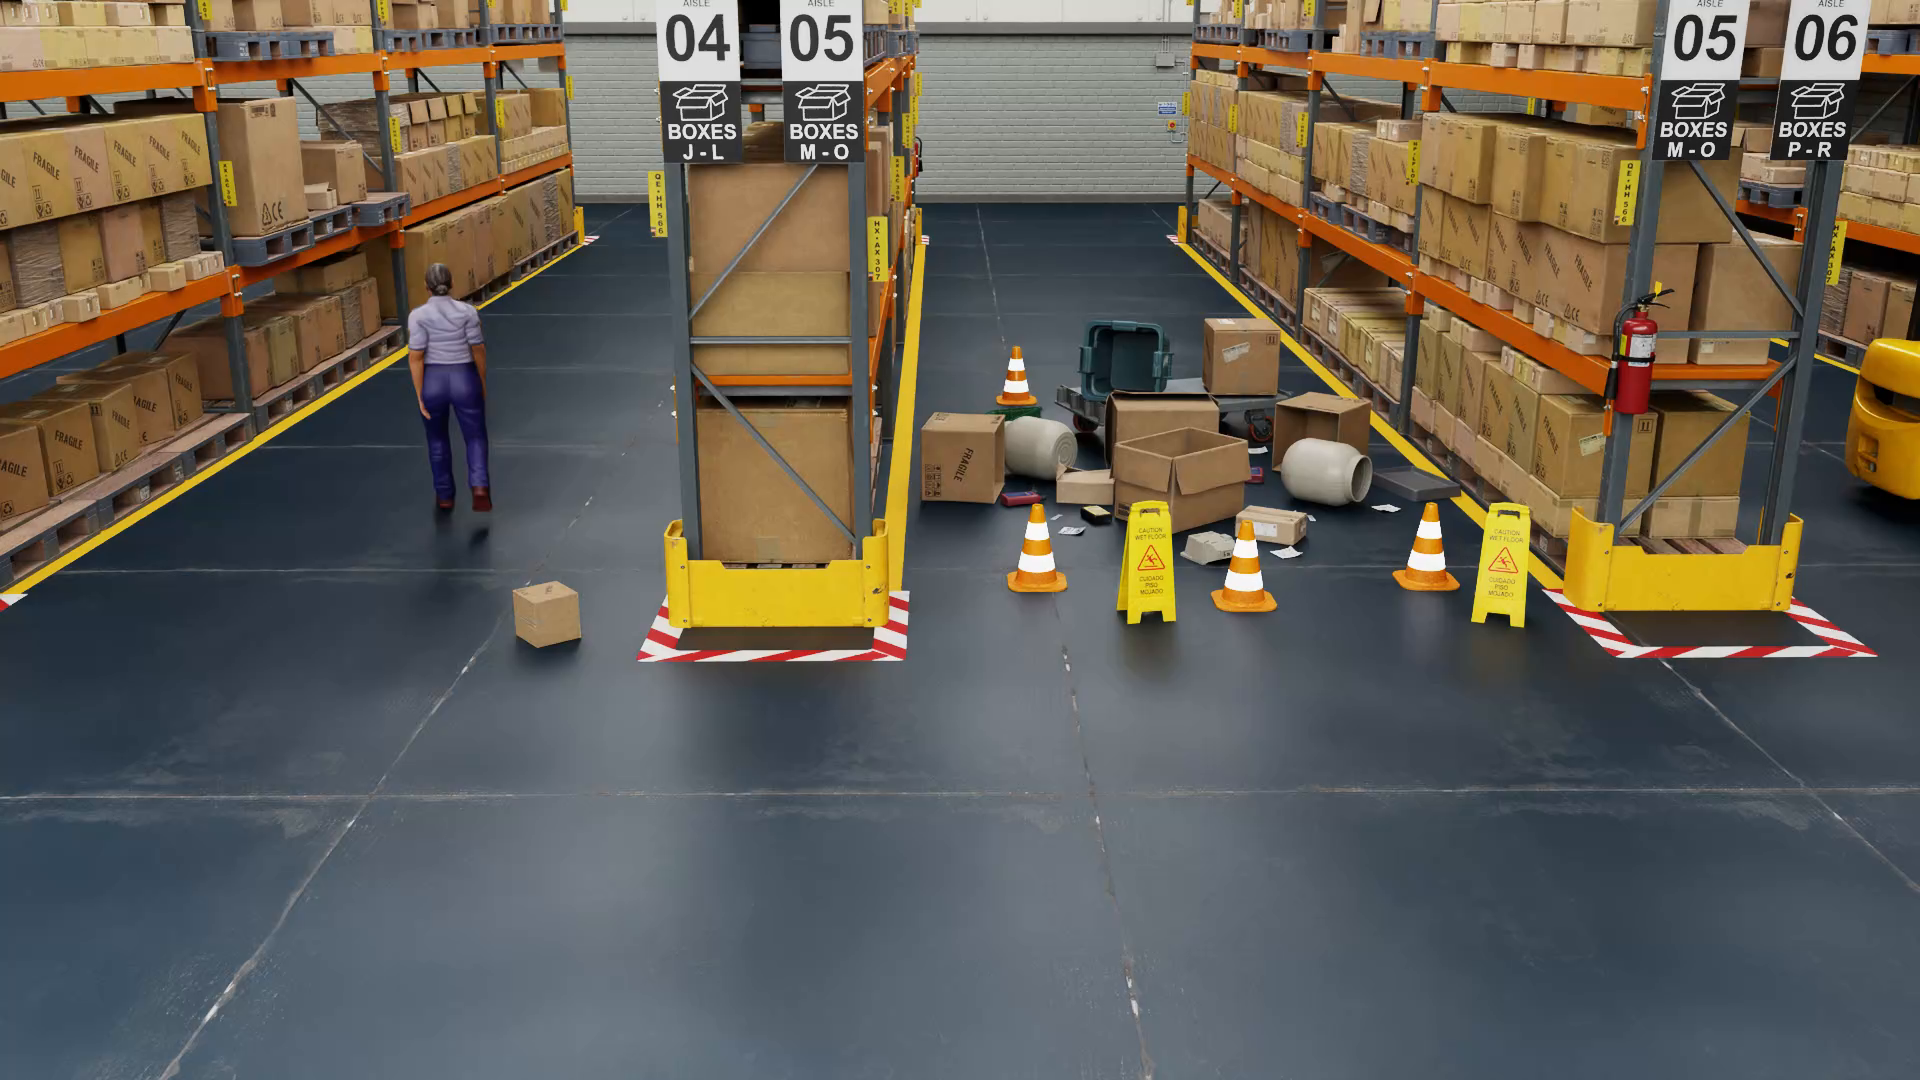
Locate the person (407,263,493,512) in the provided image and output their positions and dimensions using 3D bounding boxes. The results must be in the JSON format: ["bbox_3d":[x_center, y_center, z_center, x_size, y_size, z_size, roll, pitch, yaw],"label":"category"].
[{"bbox_3d":[-3.247,-0.953,10.607,0.474,1.617,0.853,-6,18,-17],"label":"person"}]
